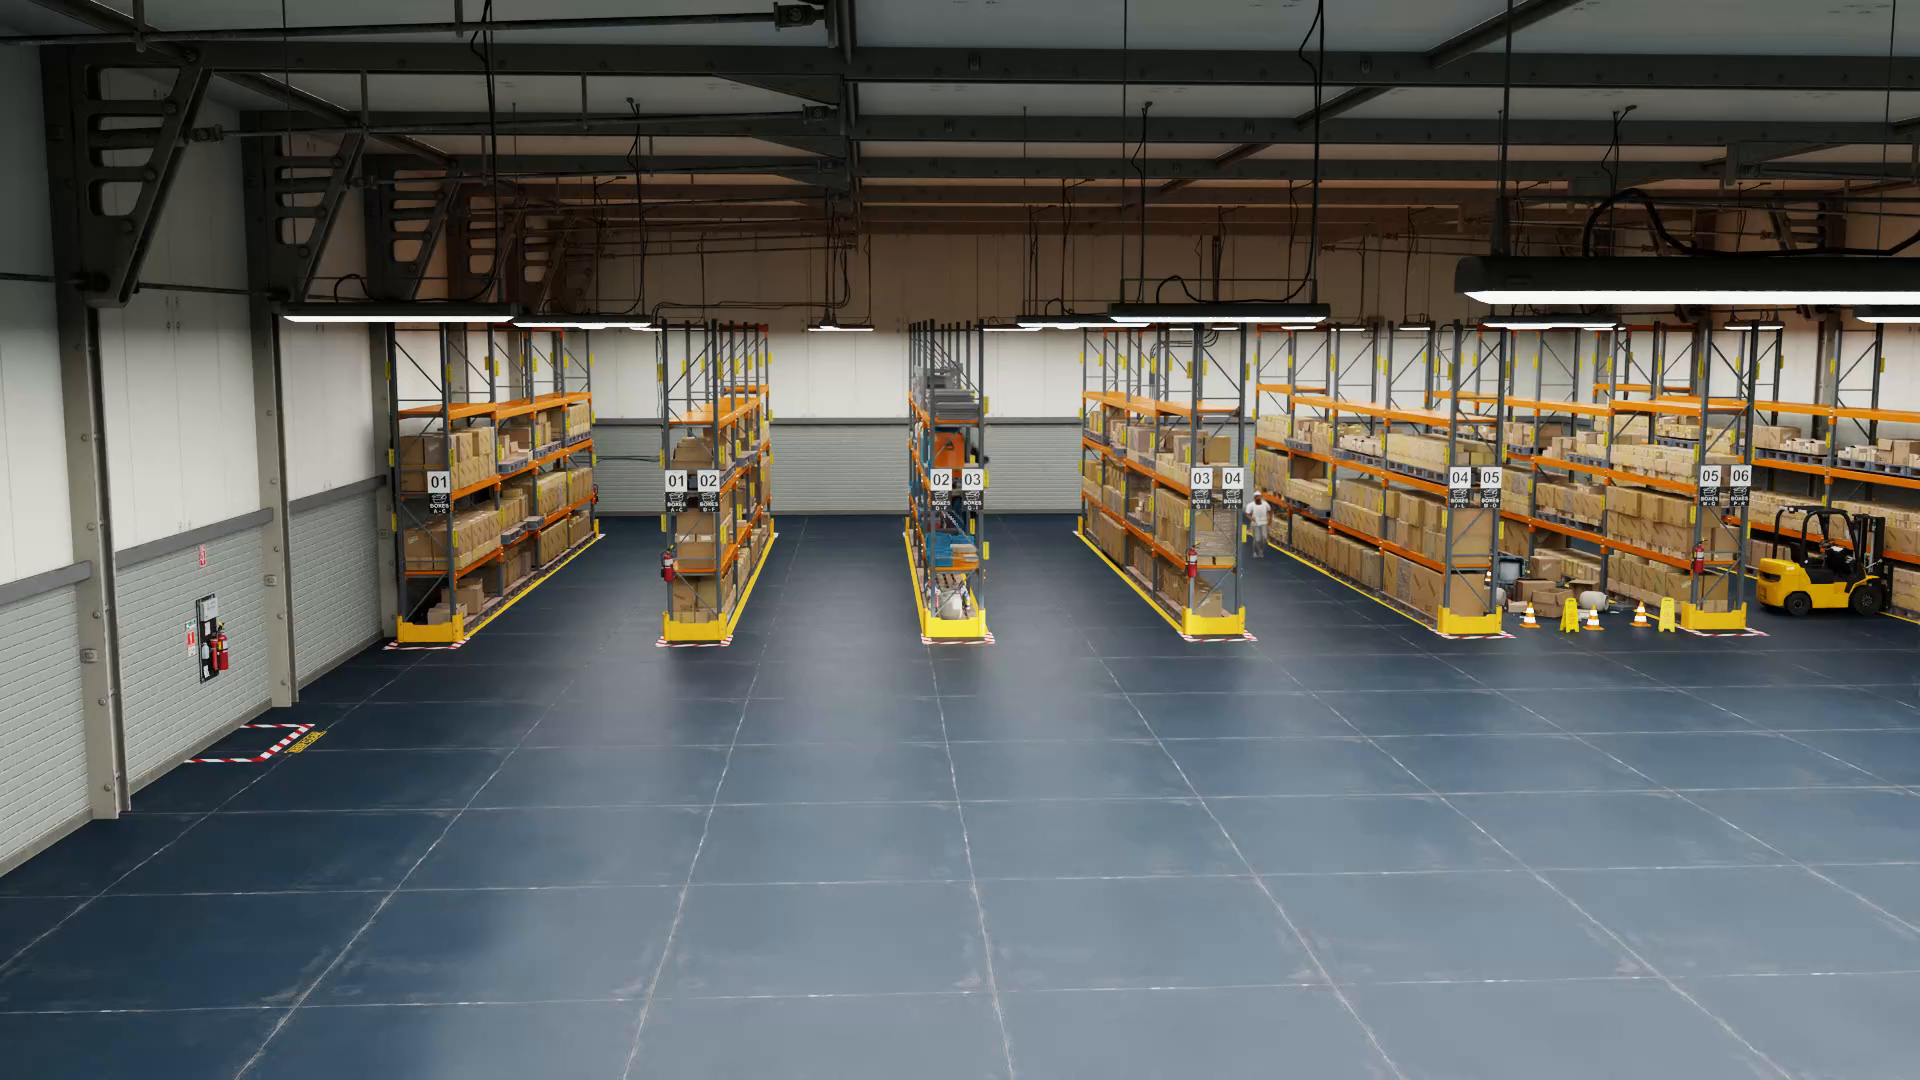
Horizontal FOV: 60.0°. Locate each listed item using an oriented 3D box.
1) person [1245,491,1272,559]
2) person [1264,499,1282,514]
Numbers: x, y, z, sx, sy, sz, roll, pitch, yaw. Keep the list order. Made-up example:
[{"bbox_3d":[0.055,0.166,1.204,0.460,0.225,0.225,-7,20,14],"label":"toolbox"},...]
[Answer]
[{"bbox_3d":[7.657,-0.387,42.534,0.712,1.737,0.653,0,7,1],"label":"person"},{"bbox_3d":[9.264,-1.128,49.061,0.988,1.600,0.713,-1,7,-9],"label":"person"}]
